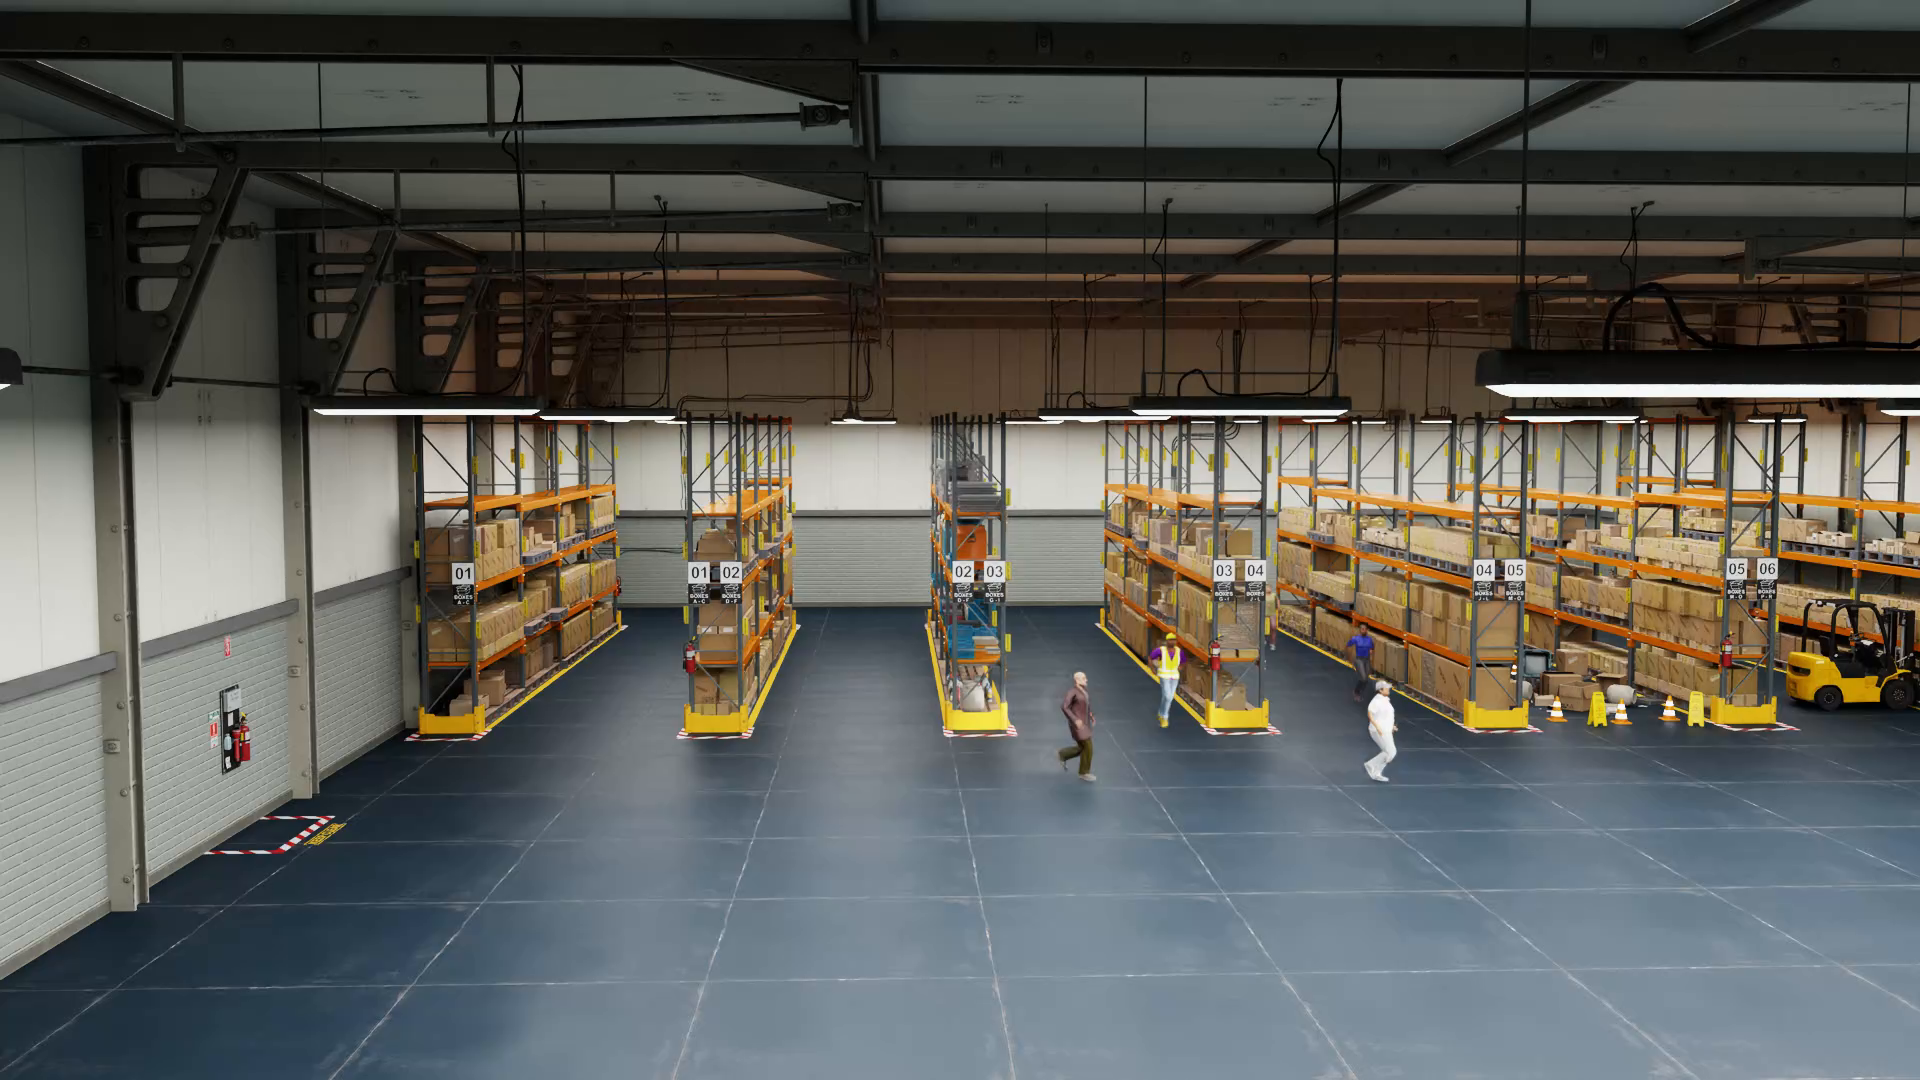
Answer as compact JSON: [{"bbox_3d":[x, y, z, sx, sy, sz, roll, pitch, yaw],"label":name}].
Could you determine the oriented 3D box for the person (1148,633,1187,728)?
[{"bbox_3d":[4.010,2.689,31.891,0.732,1.833,0.649,-1,4,-13],"label":"person"}]

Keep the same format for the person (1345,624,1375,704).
[{"bbox_3d":[8.319,2.562,34.366,0.546,1.653,0.666,-1,4,-14],"label":"person"}]

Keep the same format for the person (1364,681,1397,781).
[{"bbox_3d":[6.808,3.086,26.835,0.499,1.632,0.610,2,4,26],"label":"person"}]

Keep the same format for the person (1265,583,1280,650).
[{"bbox_3d":[8.004,1.968,43.030,0.577,1.689,0.886,0,4,3],"label":"person"}]

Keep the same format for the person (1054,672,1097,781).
[{"bbox_3d":[1.880,3.017,27.081,0.817,1.755,0.731,2,4,27],"label":"person"}]
